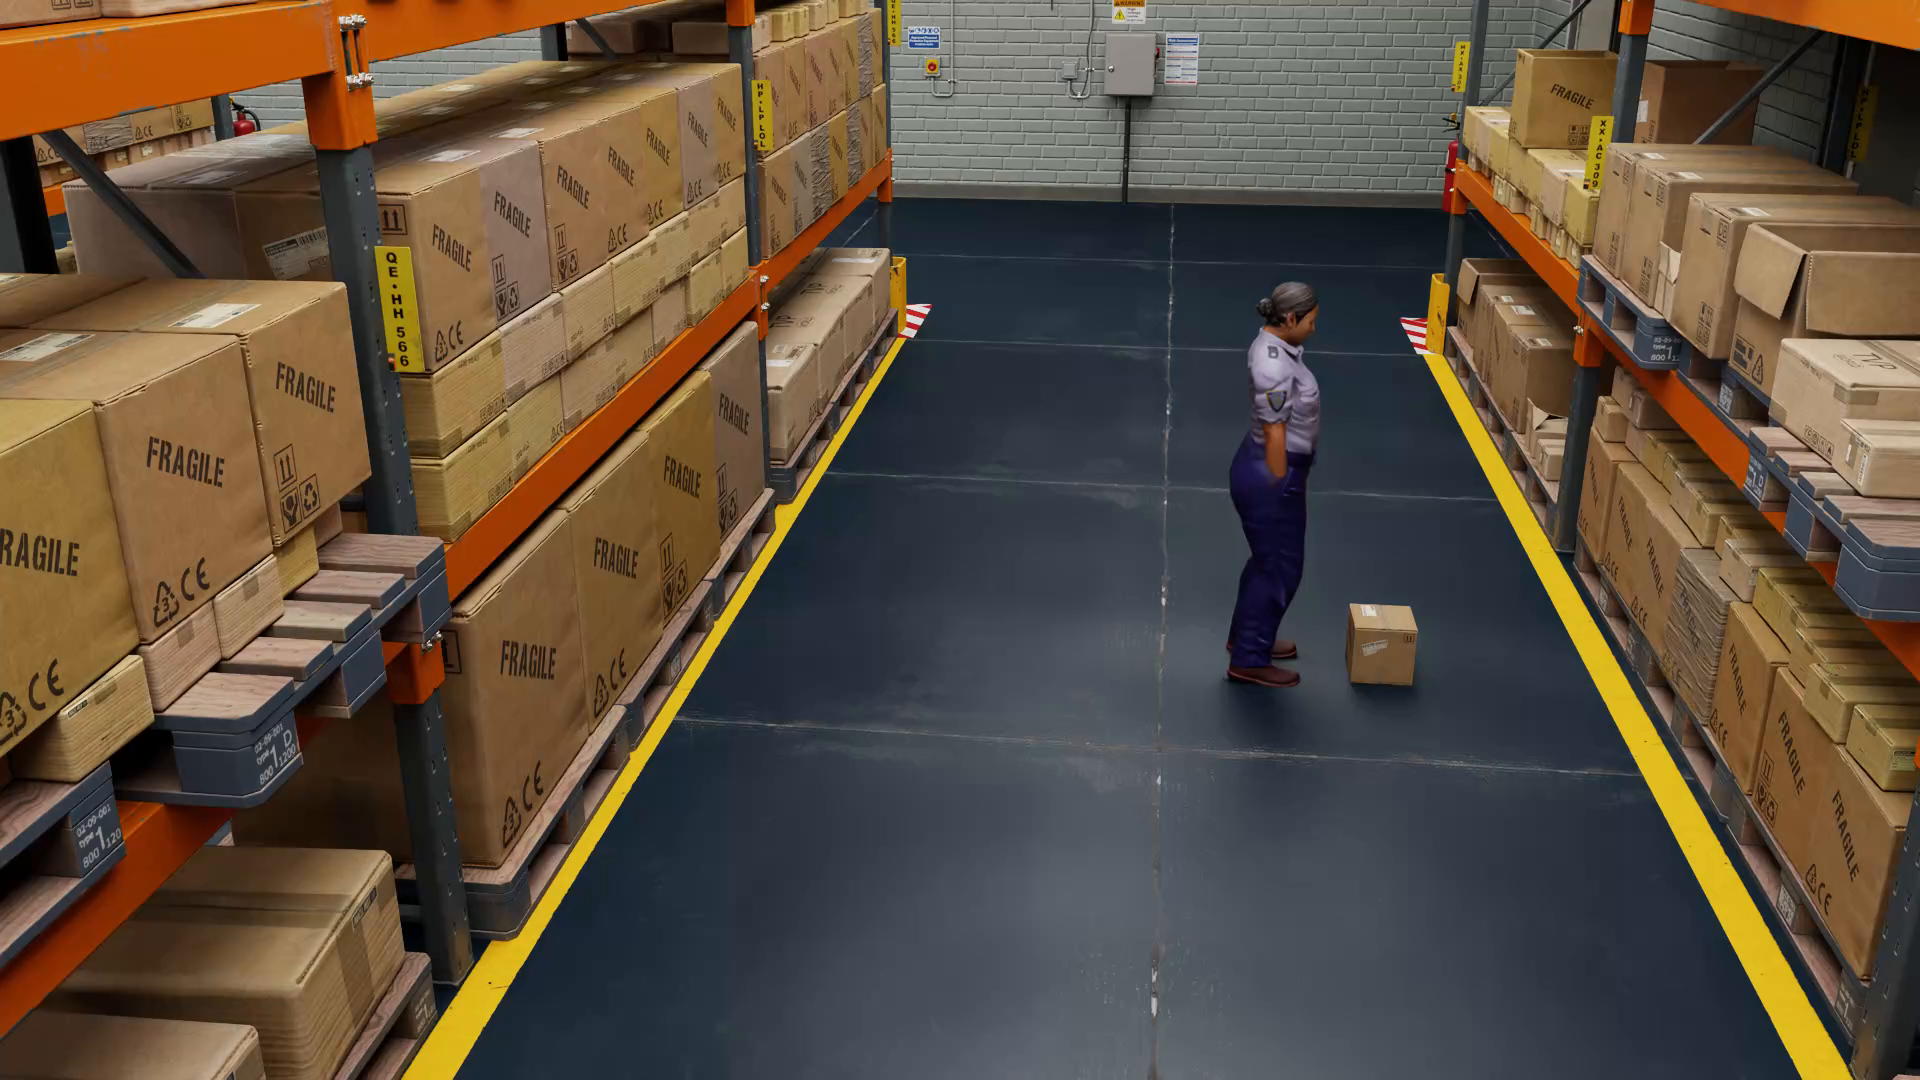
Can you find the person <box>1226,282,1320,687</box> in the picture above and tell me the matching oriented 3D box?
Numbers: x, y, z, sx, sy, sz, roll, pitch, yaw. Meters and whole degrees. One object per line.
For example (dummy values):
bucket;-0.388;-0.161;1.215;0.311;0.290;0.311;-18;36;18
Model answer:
person;1.263;-0.236;6.740;0.338;1.644;0.476;3;21;7
